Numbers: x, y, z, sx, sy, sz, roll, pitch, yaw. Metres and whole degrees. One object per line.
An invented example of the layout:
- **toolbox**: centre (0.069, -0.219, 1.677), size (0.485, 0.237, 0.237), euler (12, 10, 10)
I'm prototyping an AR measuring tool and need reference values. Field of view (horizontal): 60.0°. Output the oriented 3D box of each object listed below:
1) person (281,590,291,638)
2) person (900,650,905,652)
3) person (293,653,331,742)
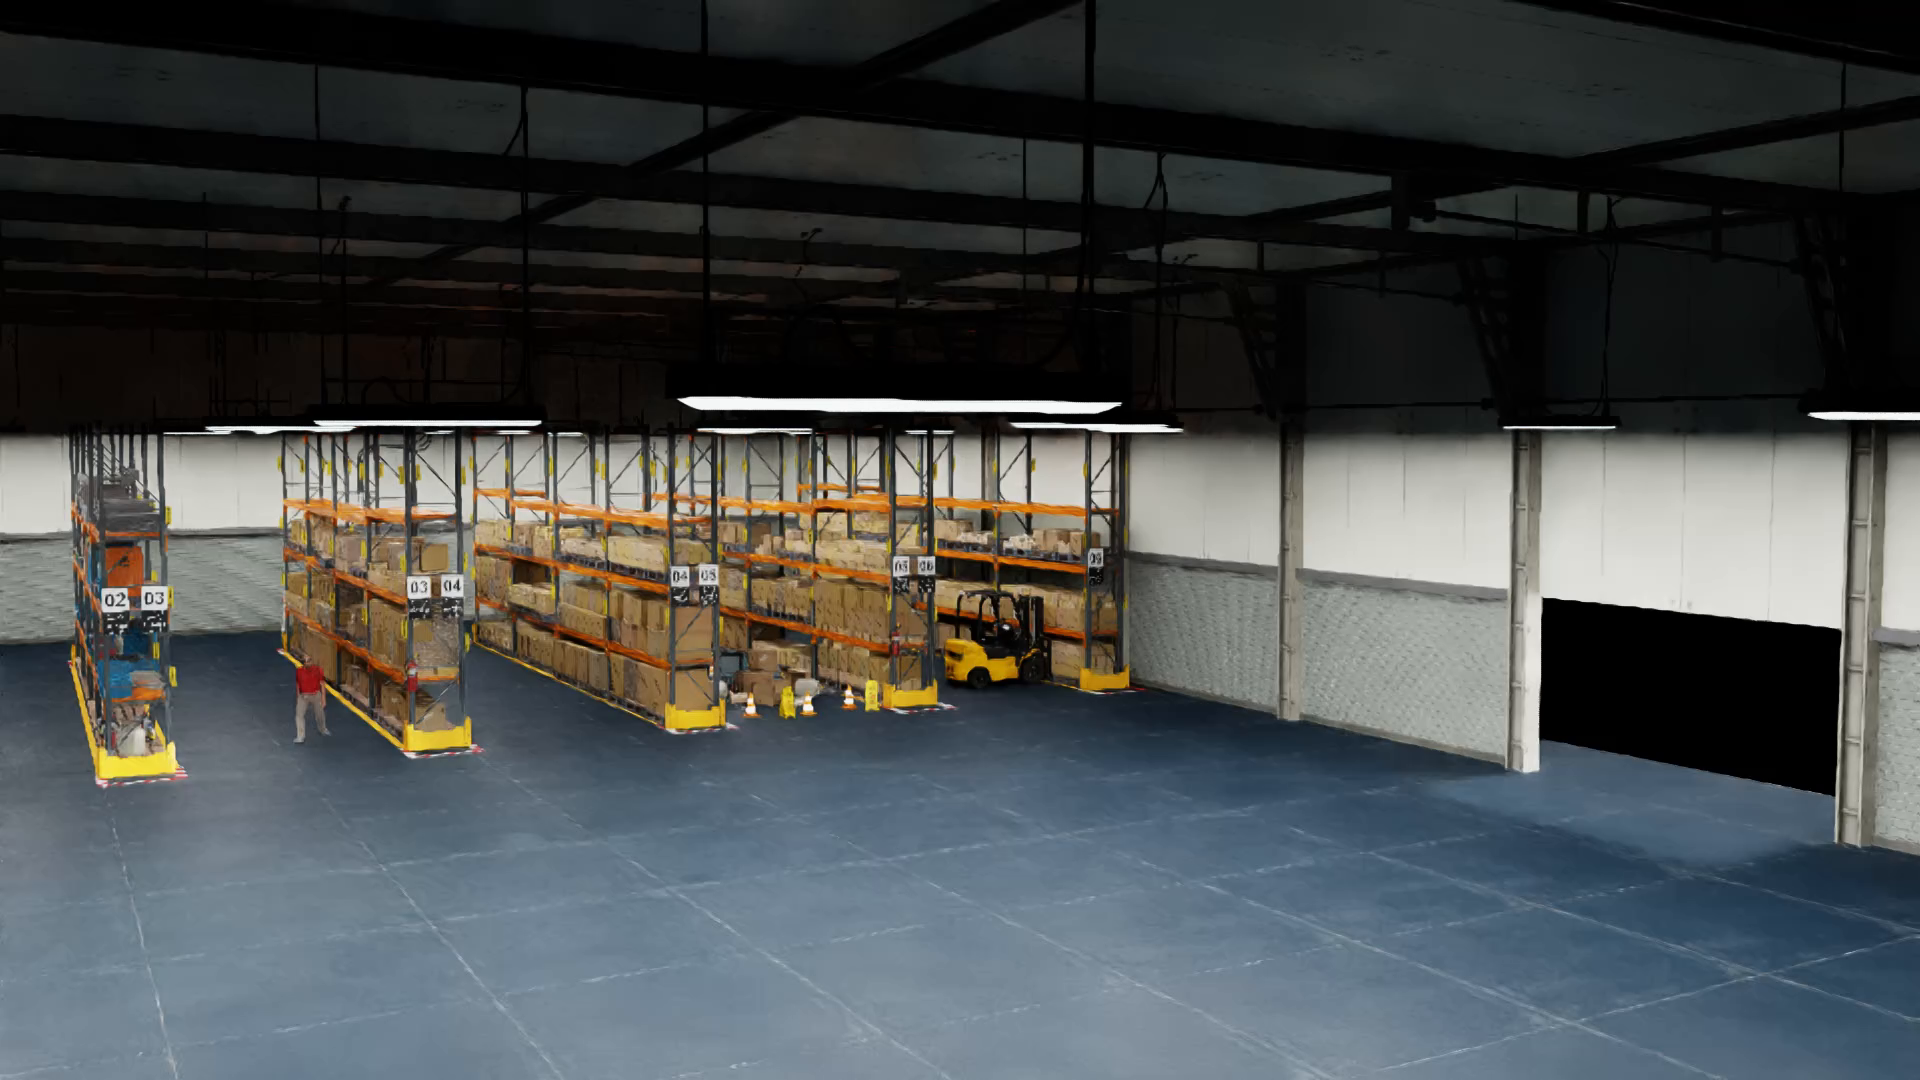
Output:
- **person**: centre (-18.936, 1.937, 47.204), size (0.810, 1.718, 0.682), euler (3, 5, 42)
- **person**: centre (-1.508, 2.387, 40.279), size (0.544, 1.667, 0.572), euler (0, 4, 2)
- **person**: centre (-12.250, 2.948, 31.367), size (0.583, 1.664, 0.953), euler (-1, 4, -9)
